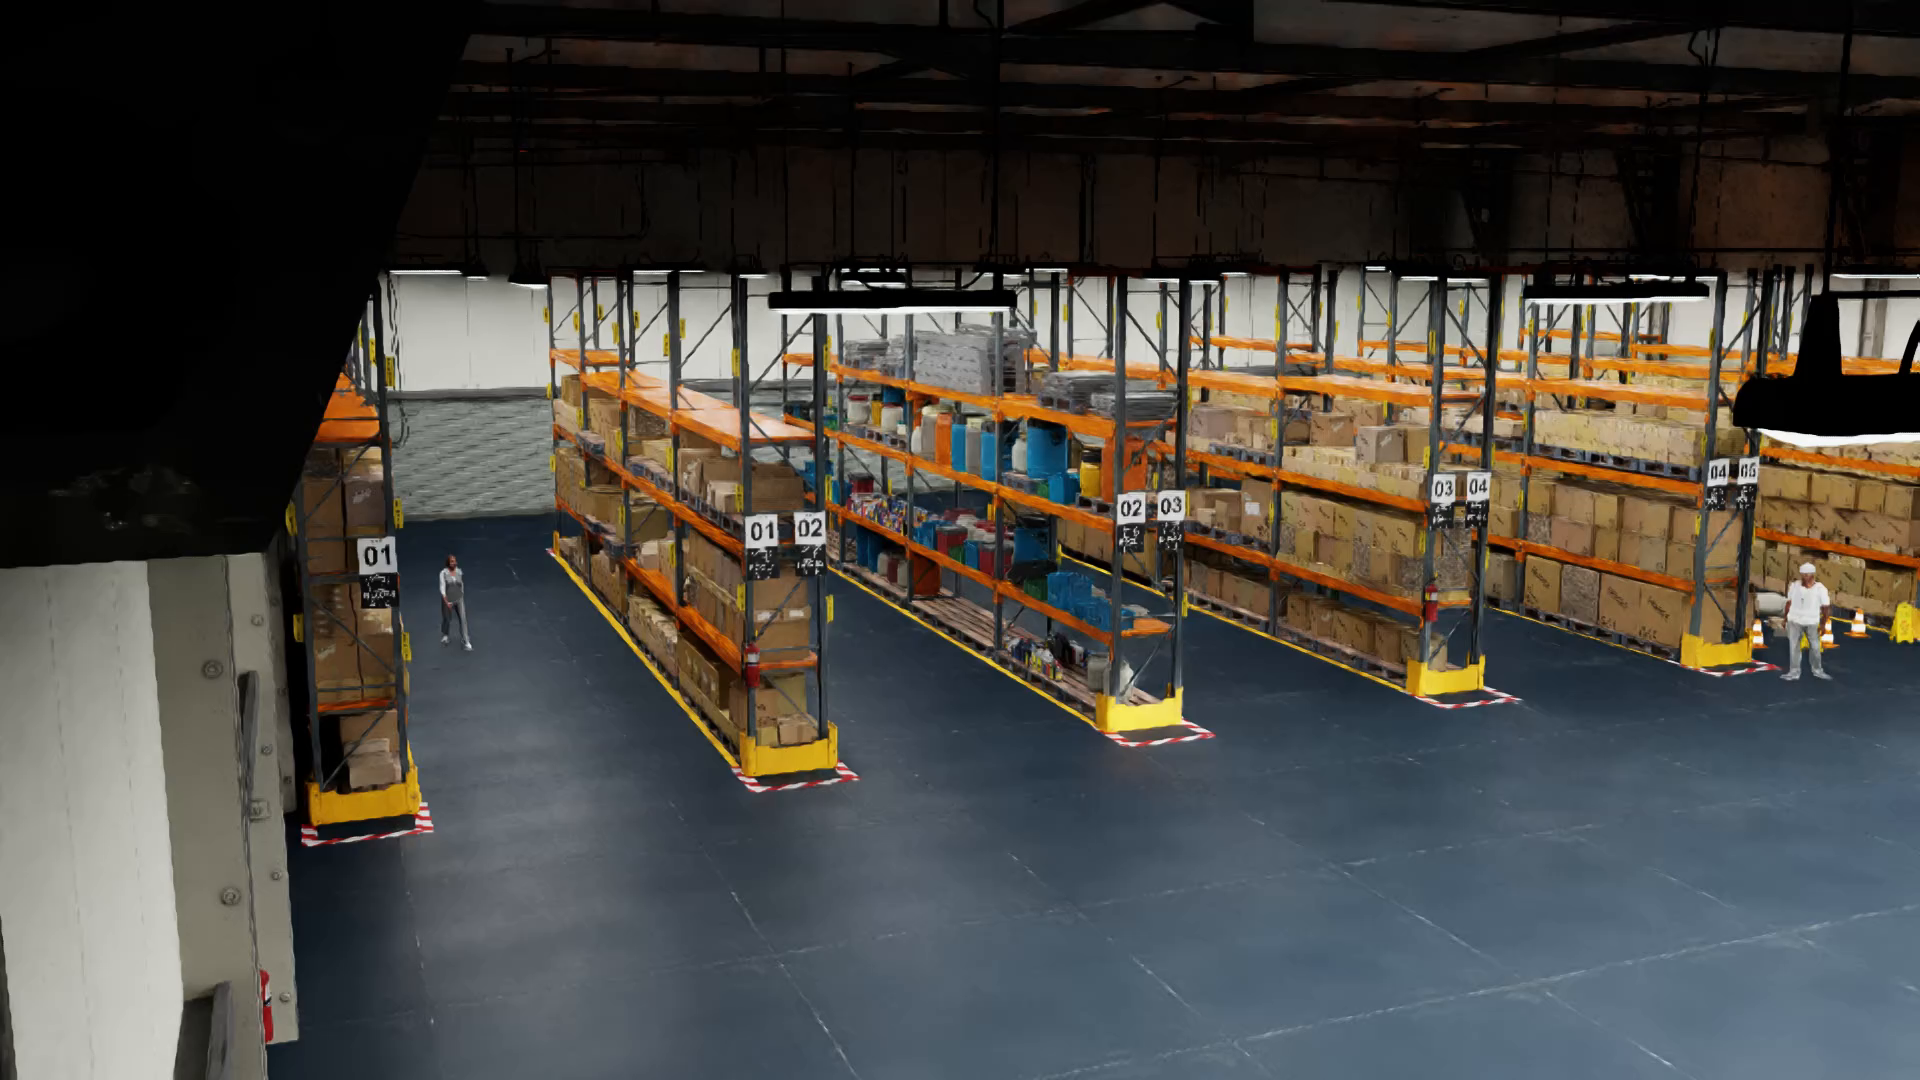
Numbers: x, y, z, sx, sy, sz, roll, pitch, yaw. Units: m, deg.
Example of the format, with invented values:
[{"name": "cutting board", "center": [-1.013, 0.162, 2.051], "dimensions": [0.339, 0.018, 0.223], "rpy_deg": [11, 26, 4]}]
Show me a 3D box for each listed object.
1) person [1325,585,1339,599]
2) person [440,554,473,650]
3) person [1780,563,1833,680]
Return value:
[{"name": "person", "center": [6.640, 0.217, 30.151], "dimensions": [0.494, 1.786, 0.606], "rpy_deg": [1, 10, 8]}, {"name": "person", "center": [-8.114, 0.971, 26.585], "dimensions": [0.411, 1.533, 0.957], "rpy_deg": [-6, 11, -30]}, {"name": "person", "center": [12.602, 1.210, 24.683], "dimensions": [0.750, 1.765, 0.482], "rpy_deg": [8, 13, 38]}]
